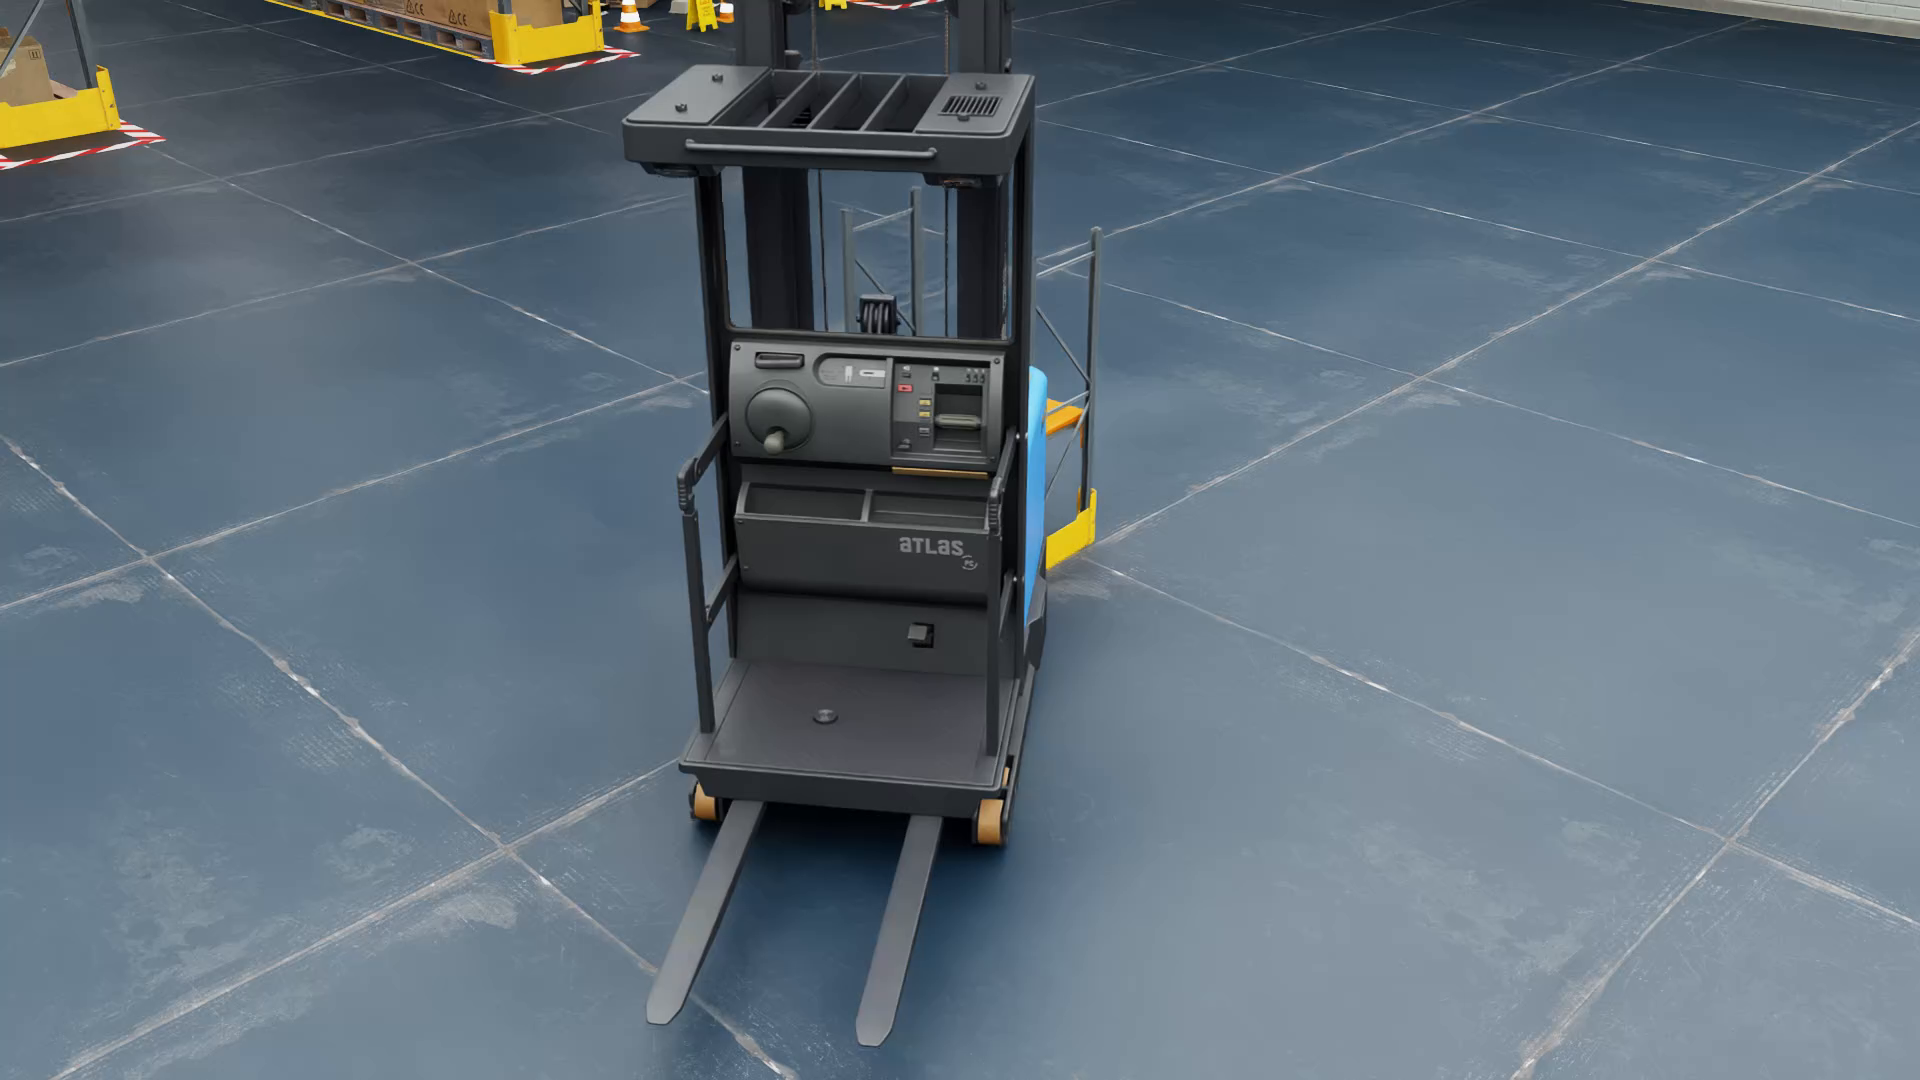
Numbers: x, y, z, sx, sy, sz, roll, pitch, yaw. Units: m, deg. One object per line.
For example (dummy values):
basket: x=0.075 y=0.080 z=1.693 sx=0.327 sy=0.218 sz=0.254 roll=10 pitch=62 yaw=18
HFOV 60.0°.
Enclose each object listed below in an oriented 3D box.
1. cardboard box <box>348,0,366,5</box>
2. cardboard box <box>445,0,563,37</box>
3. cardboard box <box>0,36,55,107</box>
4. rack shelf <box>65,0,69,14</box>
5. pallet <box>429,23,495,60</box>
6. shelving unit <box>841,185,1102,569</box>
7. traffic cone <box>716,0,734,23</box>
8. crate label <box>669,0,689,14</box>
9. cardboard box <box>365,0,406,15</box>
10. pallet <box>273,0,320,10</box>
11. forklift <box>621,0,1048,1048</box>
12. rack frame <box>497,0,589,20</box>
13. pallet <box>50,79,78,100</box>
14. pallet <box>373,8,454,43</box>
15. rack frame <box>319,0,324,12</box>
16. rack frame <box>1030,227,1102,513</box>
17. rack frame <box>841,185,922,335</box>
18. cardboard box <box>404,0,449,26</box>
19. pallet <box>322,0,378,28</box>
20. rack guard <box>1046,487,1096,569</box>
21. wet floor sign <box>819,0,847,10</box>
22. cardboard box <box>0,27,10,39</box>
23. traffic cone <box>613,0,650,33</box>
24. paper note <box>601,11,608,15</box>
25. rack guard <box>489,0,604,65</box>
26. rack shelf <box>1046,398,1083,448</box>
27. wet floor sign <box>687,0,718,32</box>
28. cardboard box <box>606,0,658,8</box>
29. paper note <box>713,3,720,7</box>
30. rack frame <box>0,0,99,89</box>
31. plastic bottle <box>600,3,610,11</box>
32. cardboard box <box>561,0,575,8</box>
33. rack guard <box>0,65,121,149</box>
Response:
cardboard box: x=-6.752 y=-6.731 z=19.160 sx=0.875 sy=0.875 sz=0.875 roll=-25 pitch=36 yaw=-38
cardboard box: x=-4.829 y=-5.854 z=17.492 sx=0.875 sy=0.875 sz=0.875 roll=25 pitch=37 yaw=39
cardboard box: x=-8.282 y=-4.085 z=14.530 sx=0.500 sy=0.500 sz=0.500 roll=-18 pitch=33 yaw=-30
rack shelf: x=-9.275 y=-5.130 z=15.056 sx=4.000 sy=0.370 sz=1.077 roll=25 pitch=36 yaw=38
pallet: x=-4.924 y=-5.410 z=17.811 sx=1.213 sy=0.211 sz=1.003 roll=25 pitch=36 yaw=38
shelving unit: x=0.033 y=-0.724 z=7.515 sx=1.083 sy=1.500 sz=0.587 roll=21 pitch=34 yaw=34
traffic cone: x=-2.648 y=-6.195 z=19.034 sx=0.334 sy=0.463 sz=0.336 roll=25 pitch=36 yaw=38
crate label: x=-3.252 y=-6.287 z=19.559 sx=0.298 sy=0.136 sz=0.250 roll=7 pitch=29 yaw=13
cardboard box: x=-6.107 y=-6.438 z=18.603 sx=0.875 sy=0.875 sz=0.875 roll=25 pitch=37 yaw=39
pallet: x=-7.754 y=-6.707 z=20.278 sx=1.213 sy=0.211 sz=1.003 roll=25 pitch=36 yaw=38
forklift: x=-0.345 y=-0.417 z=5.394 sx=1.130 sy=2.935 sz=3.031 roll=4 pitch=28 yaw=7
rack frame: x=-4.299 y=-6.409 z=16.716 sx=0.127 sy=3.000 sz=1.000 roll=25 pitch=36 yaw=38
pallet: x=-8.457 y=-3.863 z=14.871 sx=1.213 sy=0.211 sz=1.003 roll=25 pitch=36 yaw=38
pallet: x=-5.790 y=-5.808 z=18.568 sx=1.213 sy=0.211 sz=1.003 roll=25 pitch=36 yaw=38
rack frame: x=-7.151 y=-7.714 z=19.198 sx=0.127 sy=3.000 sz=1.000 roll=25 pitch=36 yaw=38
rack frame: x=0.431 y=-0.570 z=7.223 sx=0.032 sy=1.500 sz=0.500 roll=21 pitch=34 yaw=34
rack frame: x=-0.352 y=-0.872 z=7.796 sx=0.032 sy=1.500 sz=0.500 roll=21 pitch=34 yaw=34
cardboard box: x=-5.458 y=-6.140 z=18.036 sx=0.875 sy=0.875 sz=0.875 roll=24 pitch=36 yaw=38
pallet: x=-6.664 y=-6.206 z=19.326 sx=1.213 sy=0.211 sz=1.003 roll=25 pitch=36 yaw=38
rack guard: x=0.416 y=-0.023 z=7.524 sx=0.087 sy=0.250 sz=0.587 roll=21 pitch=34 yaw=34
wet floor sign: x=-1.515 y=-6.626 z=19.657 sx=0.267 sy=0.644 sz=0.232 roll=-13 pitch=30 yaw=-22
cardboard box: x=-8.732 y=-4.268 z=14.879 sx=0.500 sy=0.500 sz=0.500 roll=-15 pitch=31 yaw=-27
traffic cone: x=-3.682 y=-5.931 z=18.532 sx=0.334 sy=0.463 sz=0.336 roll=25 pitch=36 yaw=38
paper note: x=-4.197 y=-6.156 z=19.426 sx=0.144 sy=0.017 sz=0.142 roll=-13 pitch=30 yaw=-22
rack guard: x=-4.282 y=-5.295 z=17.283 sx=0.348 sy=0.500 sz=1.175 roll=25 pitch=36 yaw=38
rack shelf: x=0.040 y=-0.562 z=7.593 sx=1.000 sy=0.185 sz=0.538 roll=21 pitch=34 yaw=34
wet floor sign: x=-2.890 y=-6.015 z=18.495 sx=0.232 sy=0.644 sz=0.267 roll=18 pitch=33 yaw=30
cardboard box: x=-3.928 y=-6.713 z=19.976 sx=0.637 sy=0.503 sz=0.797 roll=2 pitch=28 yaw=4
paper note: x=-2.970 y=-6.419 z=19.924 sx=0.142 sy=0.019 sz=0.148 roll=12 pitch=30 yaw=22
rack frame: x=-7.849 y=-4.796 z=13.648 sx=0.127 sy=3.000 sz=1.000 roll=25 pitch=36 yaw=38
plastic bottle: x=-4.302 y=-6.325 z=19.713 sx=0.283 sy=0.061 sz=0.133 roll=12 pitch=30 yaw=22
cardboard box: x=-4.634 y=-6.554 z=19.930 sx=0.396 sy=0.266 sz=0.258 roll=-18 pitch=33 yaw=-31
rack guard: x=-7.903 y=-3.714 z=14.277 sx=0.348 sy=0.500 sz=1.175 roll=25 pitch=36 yaw=38
